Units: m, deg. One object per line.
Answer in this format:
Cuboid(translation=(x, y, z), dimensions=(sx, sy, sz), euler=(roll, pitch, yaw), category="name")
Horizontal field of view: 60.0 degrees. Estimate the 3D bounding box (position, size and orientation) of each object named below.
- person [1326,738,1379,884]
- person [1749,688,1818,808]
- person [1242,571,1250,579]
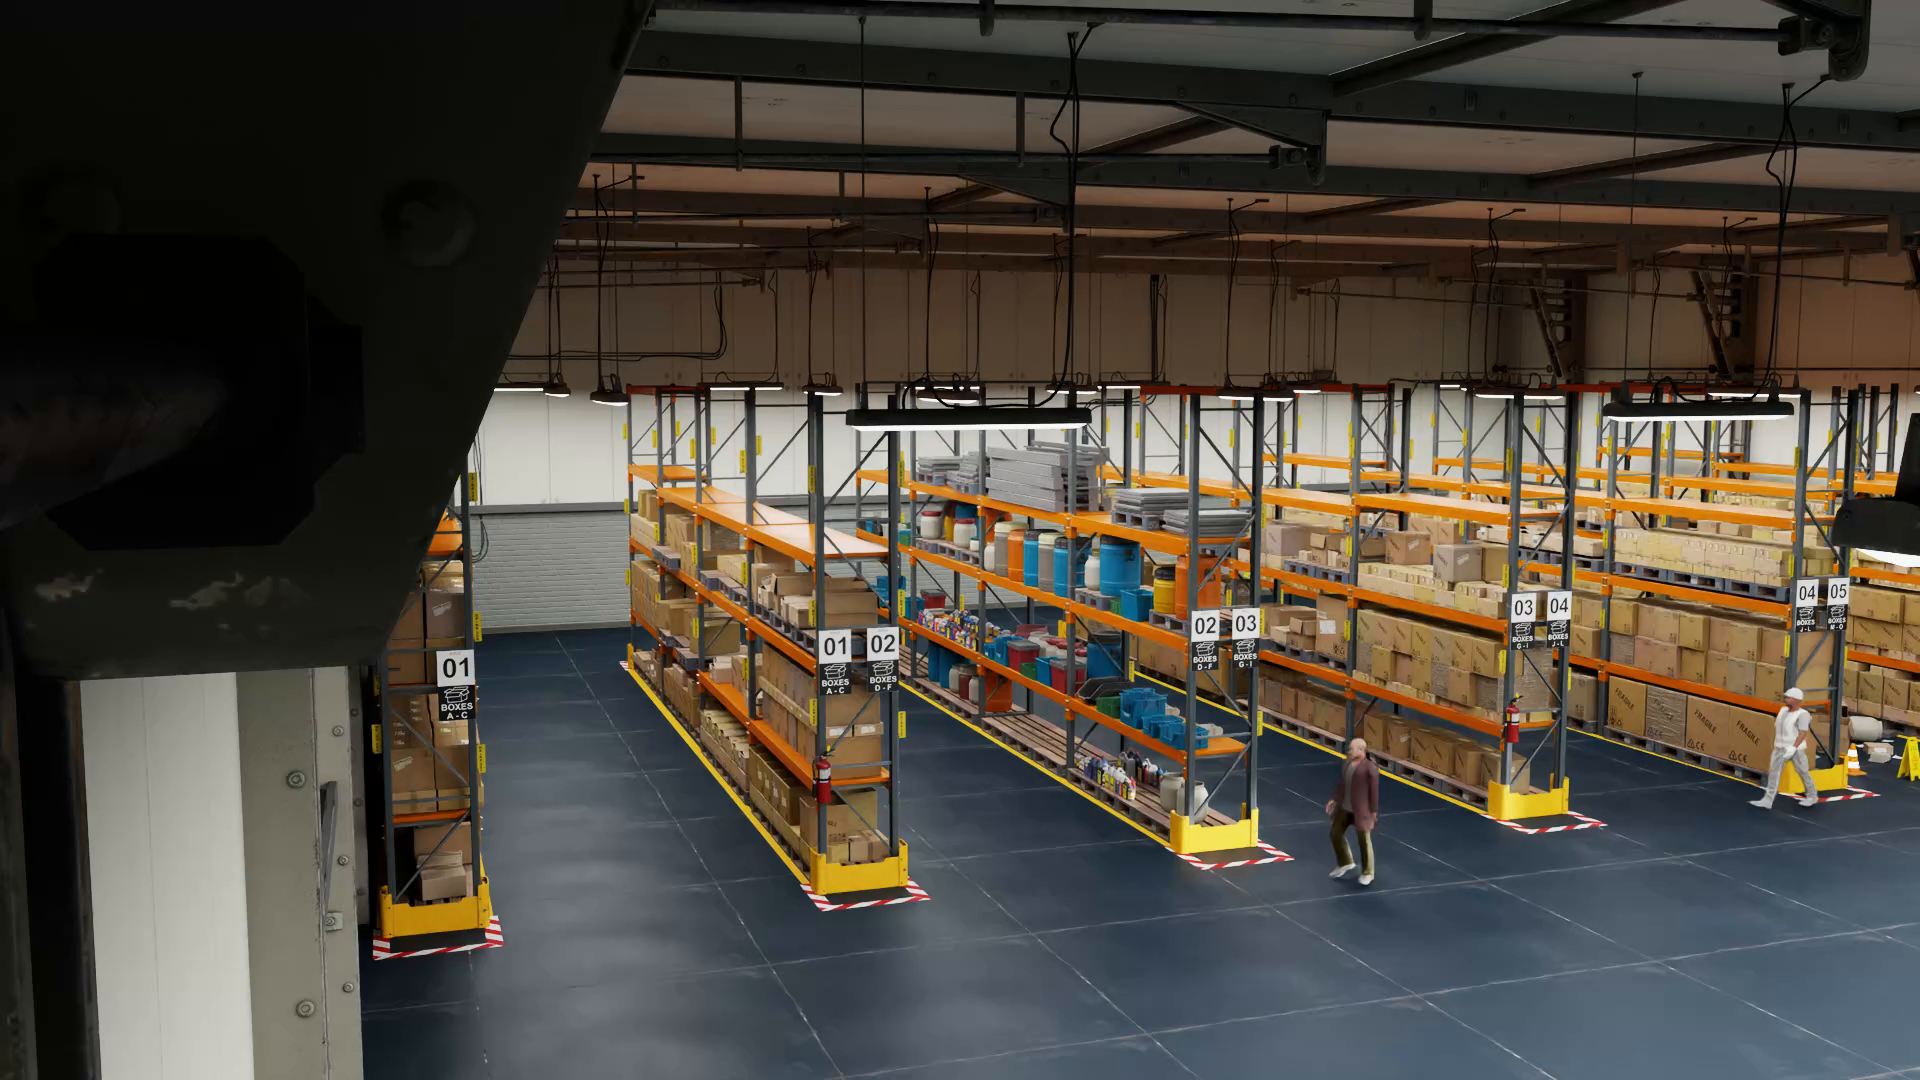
Cuboid(translation=(4.837, 3.318, 20.516), dimensions=(0.445, 1.794, 0.666), euler=(-5, 8, -38), category="person")
Cuboid(translation=(11.890, 2.994, 23.895), dimensions=(1.003, 1.735, 0.587), euler=(-3, 6, -23), category="person")
Cuboid(translation=(7.117, 1.199, 41.270), dimensions=(1.018, 1.712, 0.723), euler=(0, 6, 2), category="person")
